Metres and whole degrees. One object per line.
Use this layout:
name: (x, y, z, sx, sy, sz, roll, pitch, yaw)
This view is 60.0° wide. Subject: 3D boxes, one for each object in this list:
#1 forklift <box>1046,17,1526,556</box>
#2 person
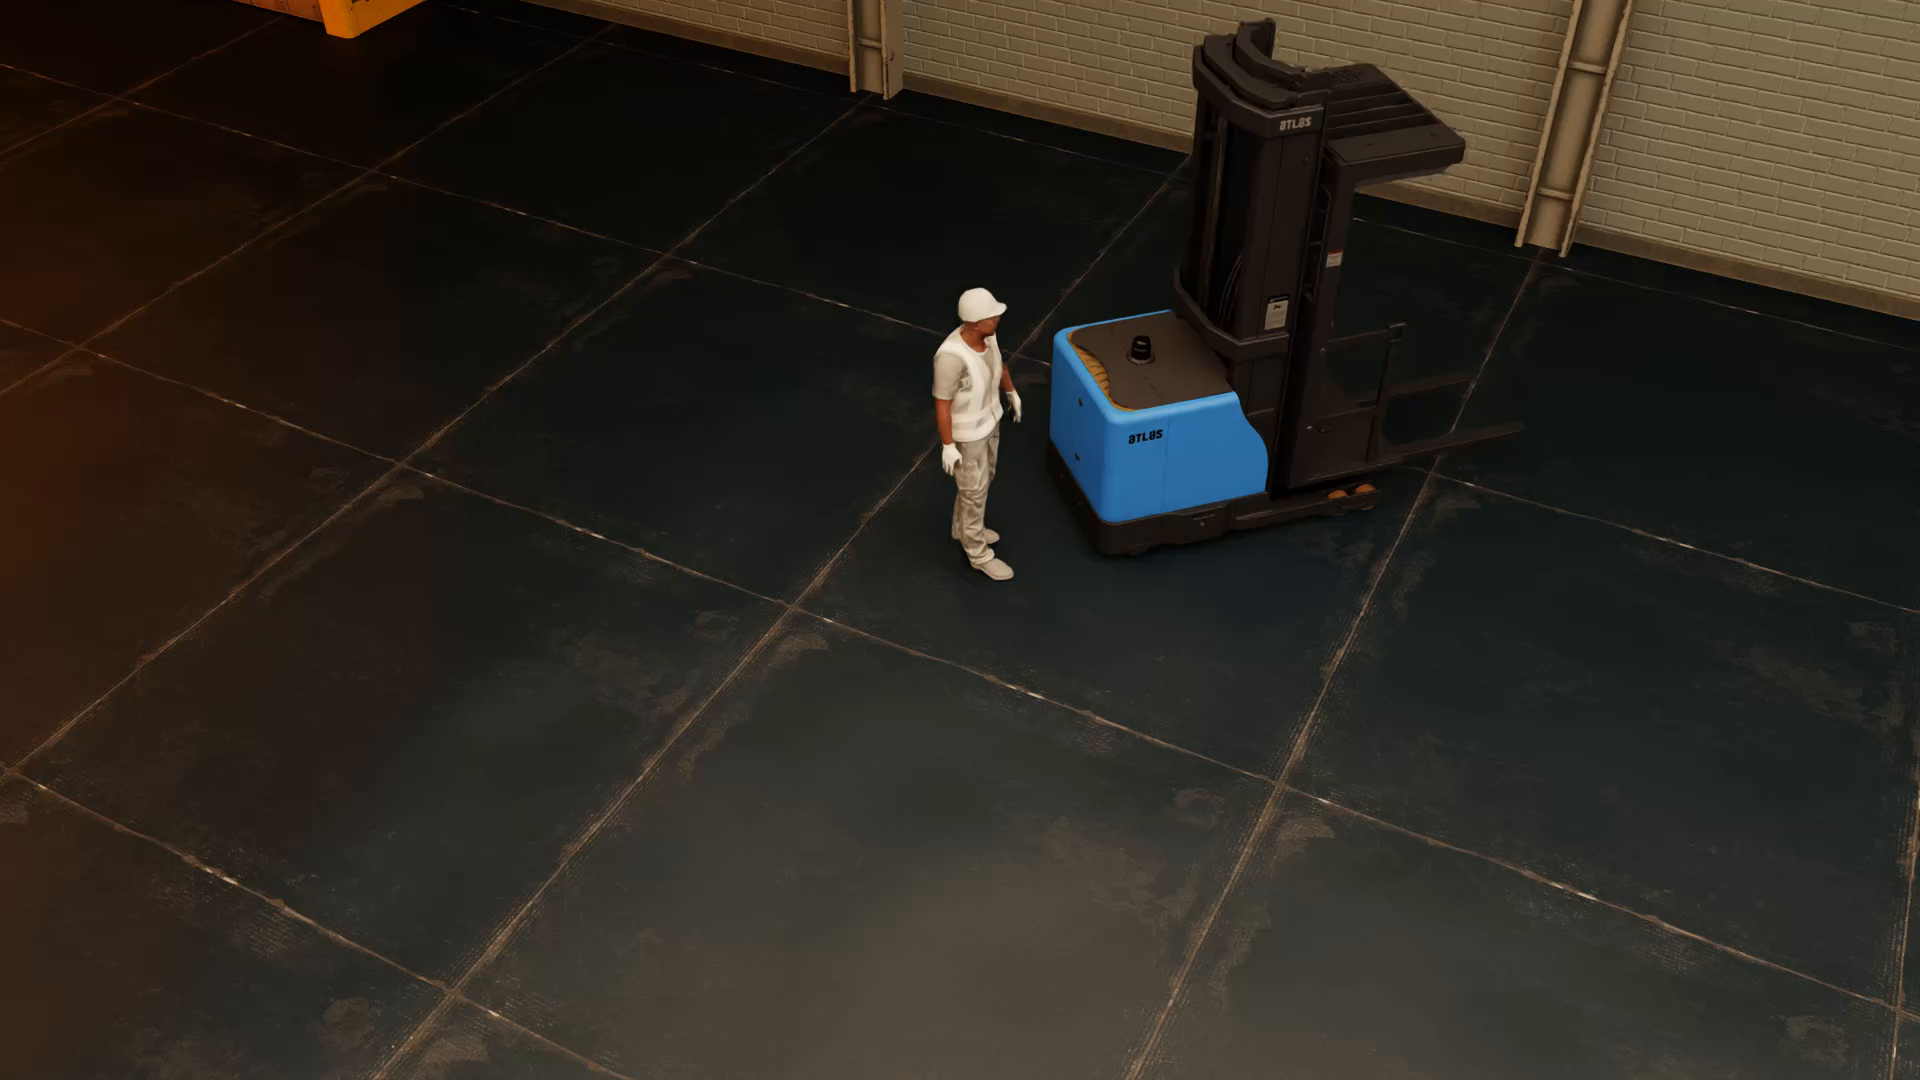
forklift: (2.129, -1.581, 9.864, 3.031, 2.935, 1.130, -12, 42, -14)
person: (0.167, -0.655, 9.670, 0.563, 1.779, 0.737, 16, 43, 18)
